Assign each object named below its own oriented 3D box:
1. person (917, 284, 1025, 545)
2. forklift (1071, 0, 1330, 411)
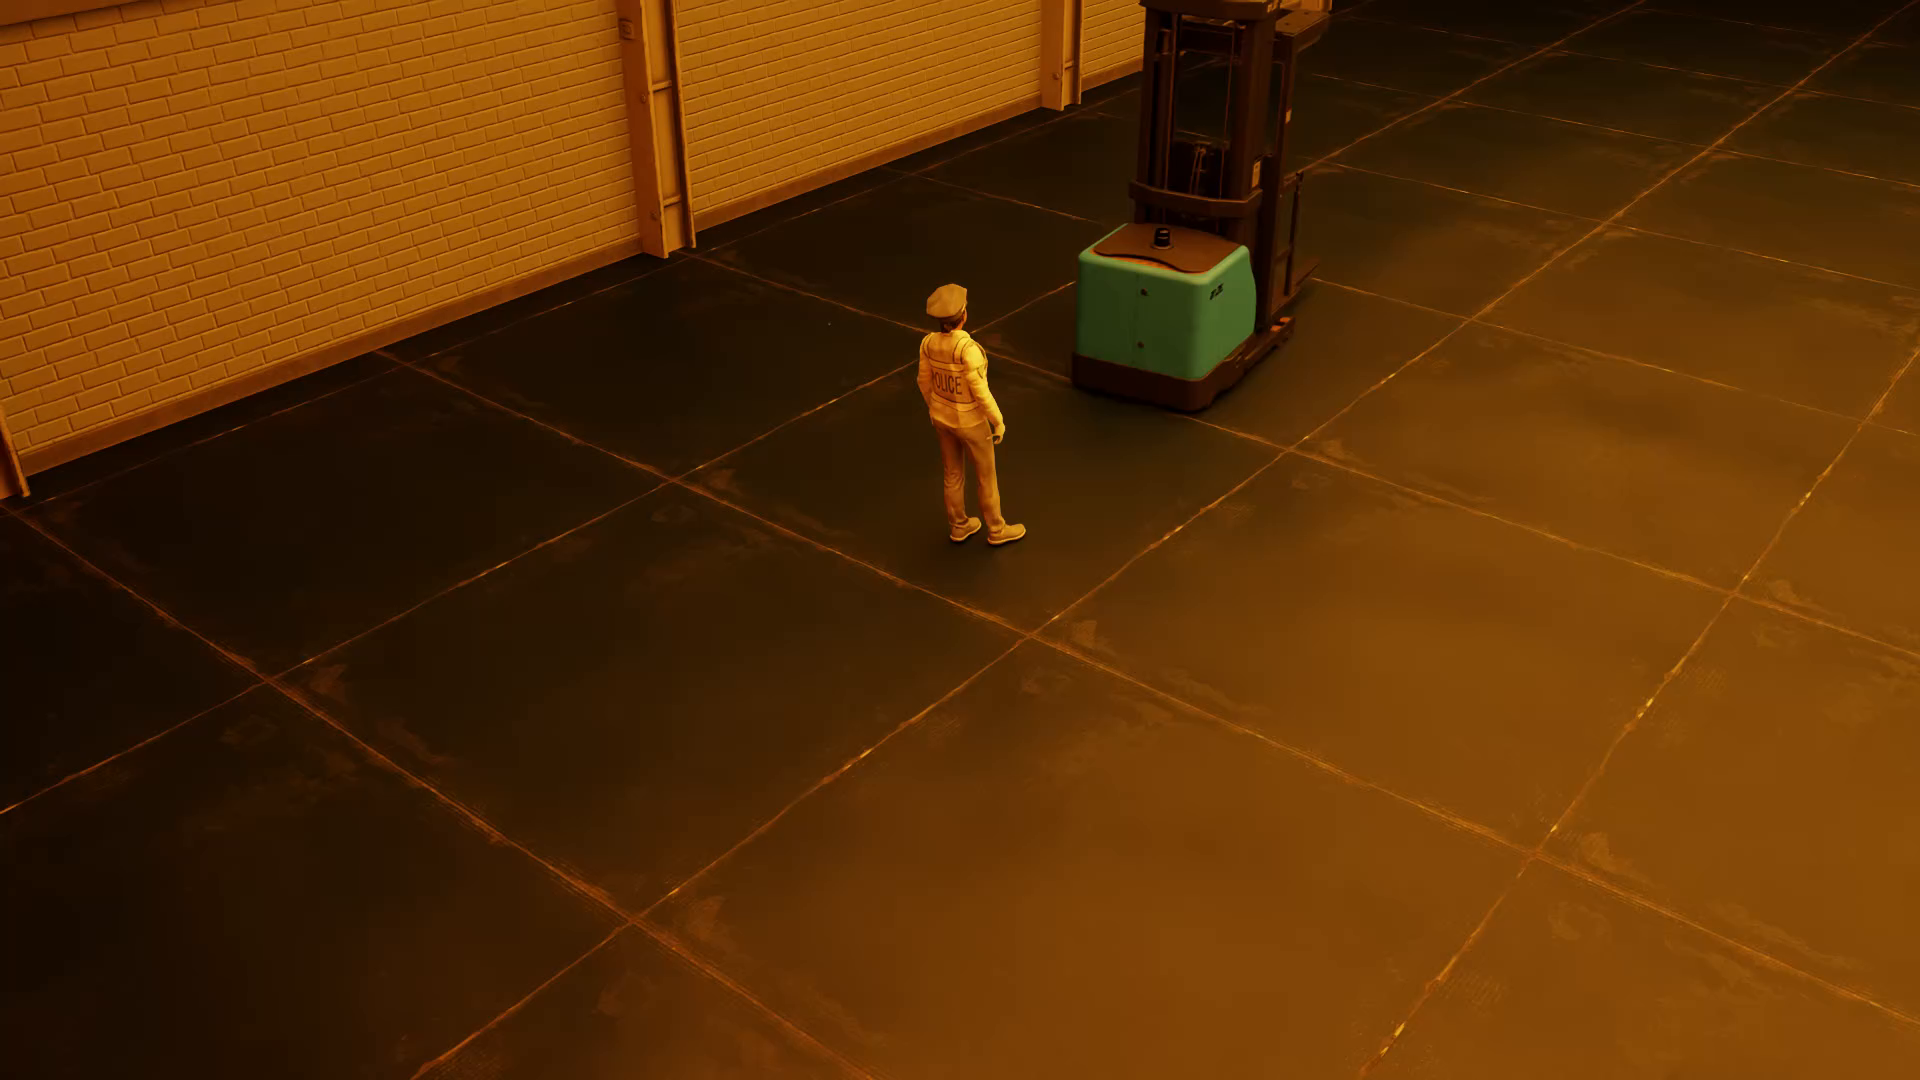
[{"bbox_3d":[0.049,-0.763,10.111,0.586,1.694,0.530,22,37,33],"label":"person"},{"bbox_3d":[2.015,-2.900,12.558,1.130,2.935,3.031,17,34,26],"label":"forklift"}]
